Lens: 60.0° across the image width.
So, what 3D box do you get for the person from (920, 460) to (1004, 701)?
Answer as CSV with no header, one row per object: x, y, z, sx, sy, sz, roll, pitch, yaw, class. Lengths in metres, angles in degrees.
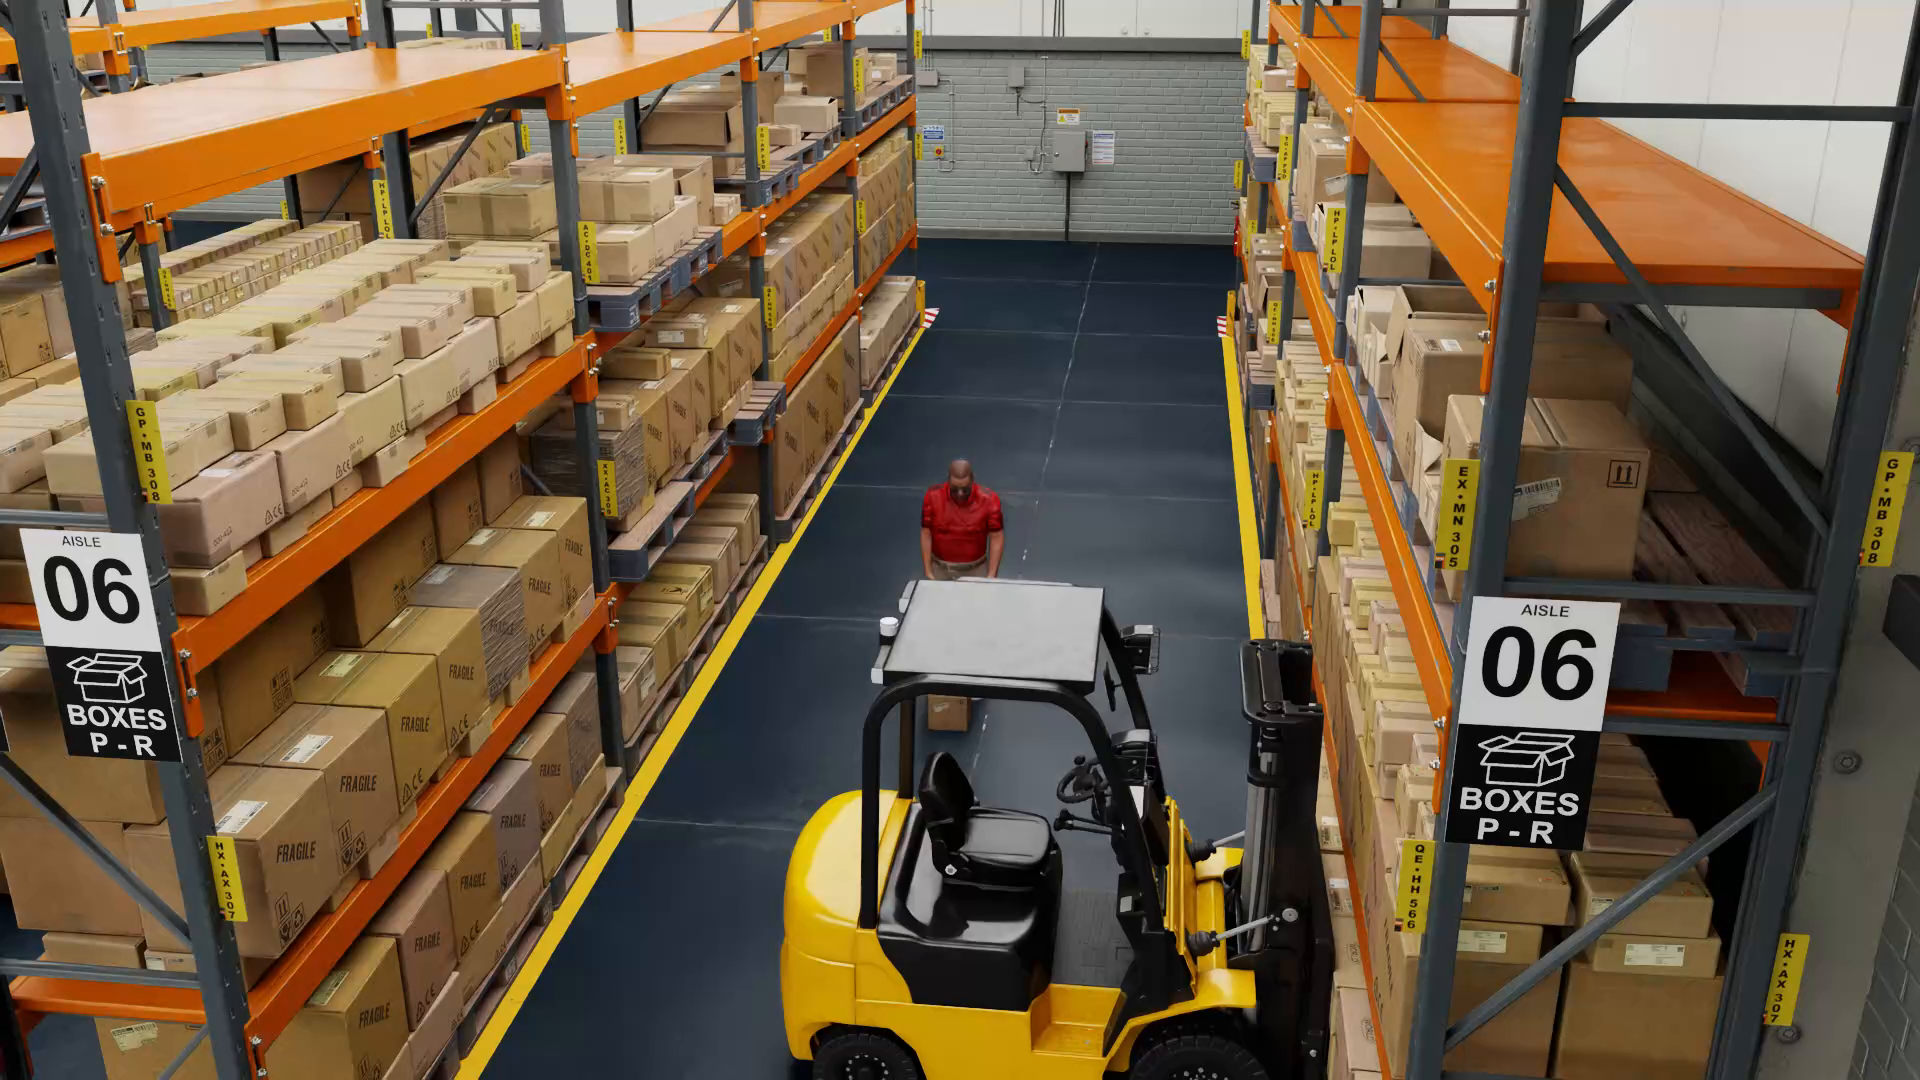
0.012,0.242,10.992,0.557,1.677,0.400,3,21,8,person
